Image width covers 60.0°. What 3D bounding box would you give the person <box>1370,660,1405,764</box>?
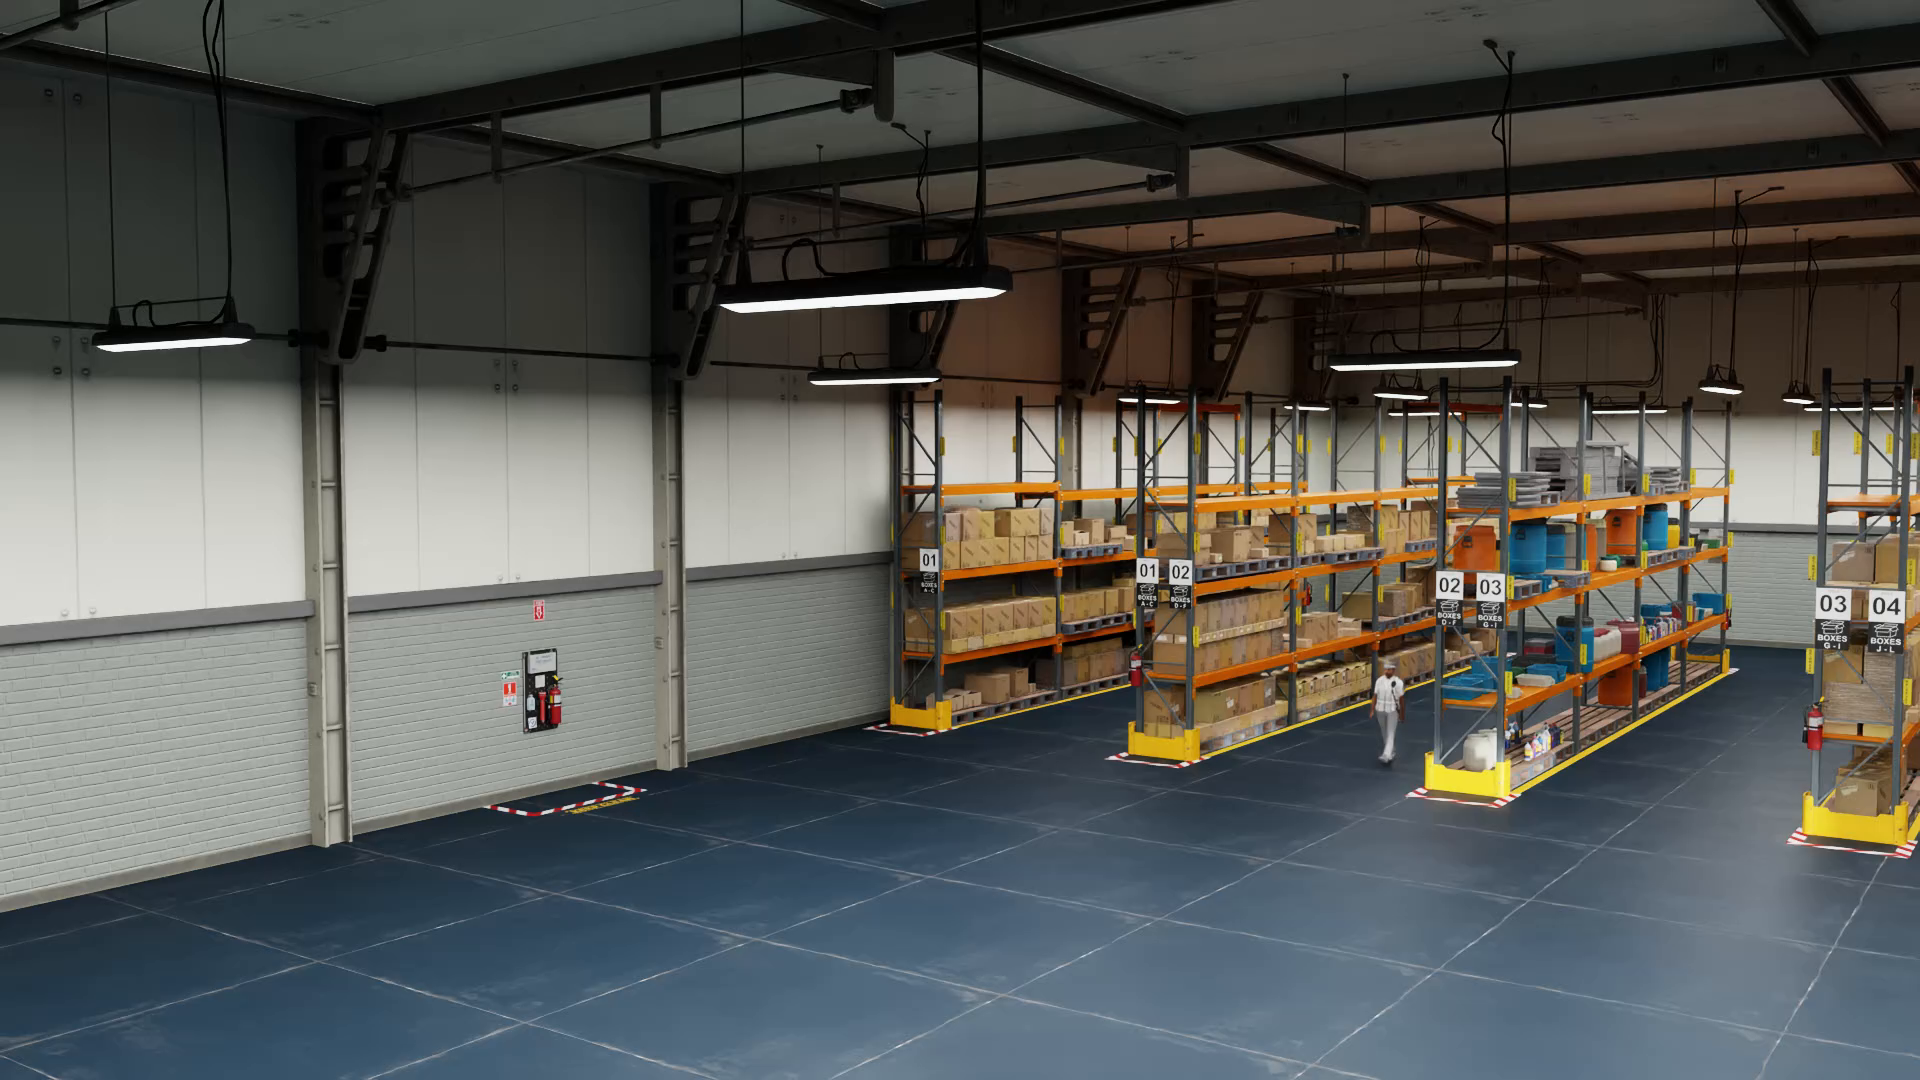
[{"bbox_3d":[6.687,2.698,26.144,0.457,1.624,1.053,3,4,39],"label":"person"}]
